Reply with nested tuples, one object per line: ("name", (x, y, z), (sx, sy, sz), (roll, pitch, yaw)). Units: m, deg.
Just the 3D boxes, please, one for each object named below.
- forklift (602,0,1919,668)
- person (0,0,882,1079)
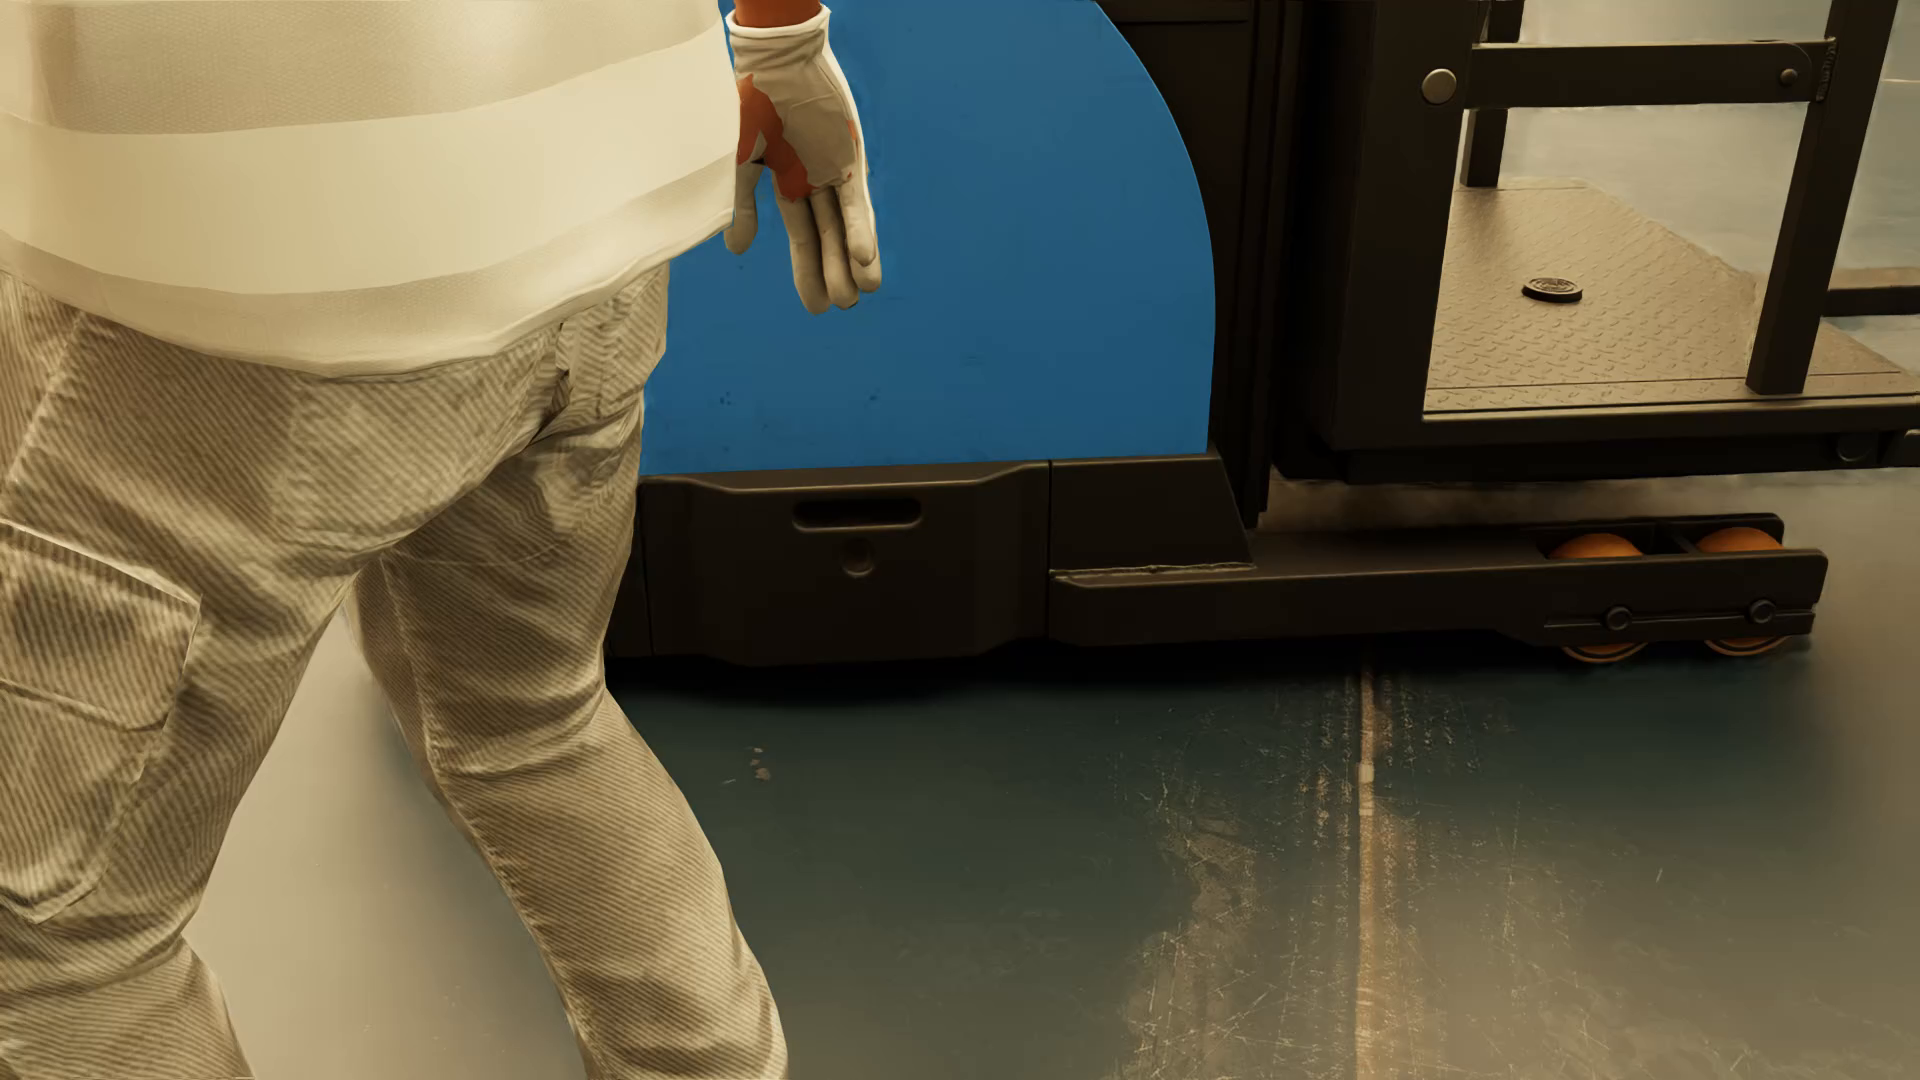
("forklift", (0.702, -1.383, 1.988), (3.031, 2.935, 1.130), (-2, 27, -5))
("person", (-0.380, -0.175, 0.917), (0.440, 1.746, 0.877), (12, 29, 22))
